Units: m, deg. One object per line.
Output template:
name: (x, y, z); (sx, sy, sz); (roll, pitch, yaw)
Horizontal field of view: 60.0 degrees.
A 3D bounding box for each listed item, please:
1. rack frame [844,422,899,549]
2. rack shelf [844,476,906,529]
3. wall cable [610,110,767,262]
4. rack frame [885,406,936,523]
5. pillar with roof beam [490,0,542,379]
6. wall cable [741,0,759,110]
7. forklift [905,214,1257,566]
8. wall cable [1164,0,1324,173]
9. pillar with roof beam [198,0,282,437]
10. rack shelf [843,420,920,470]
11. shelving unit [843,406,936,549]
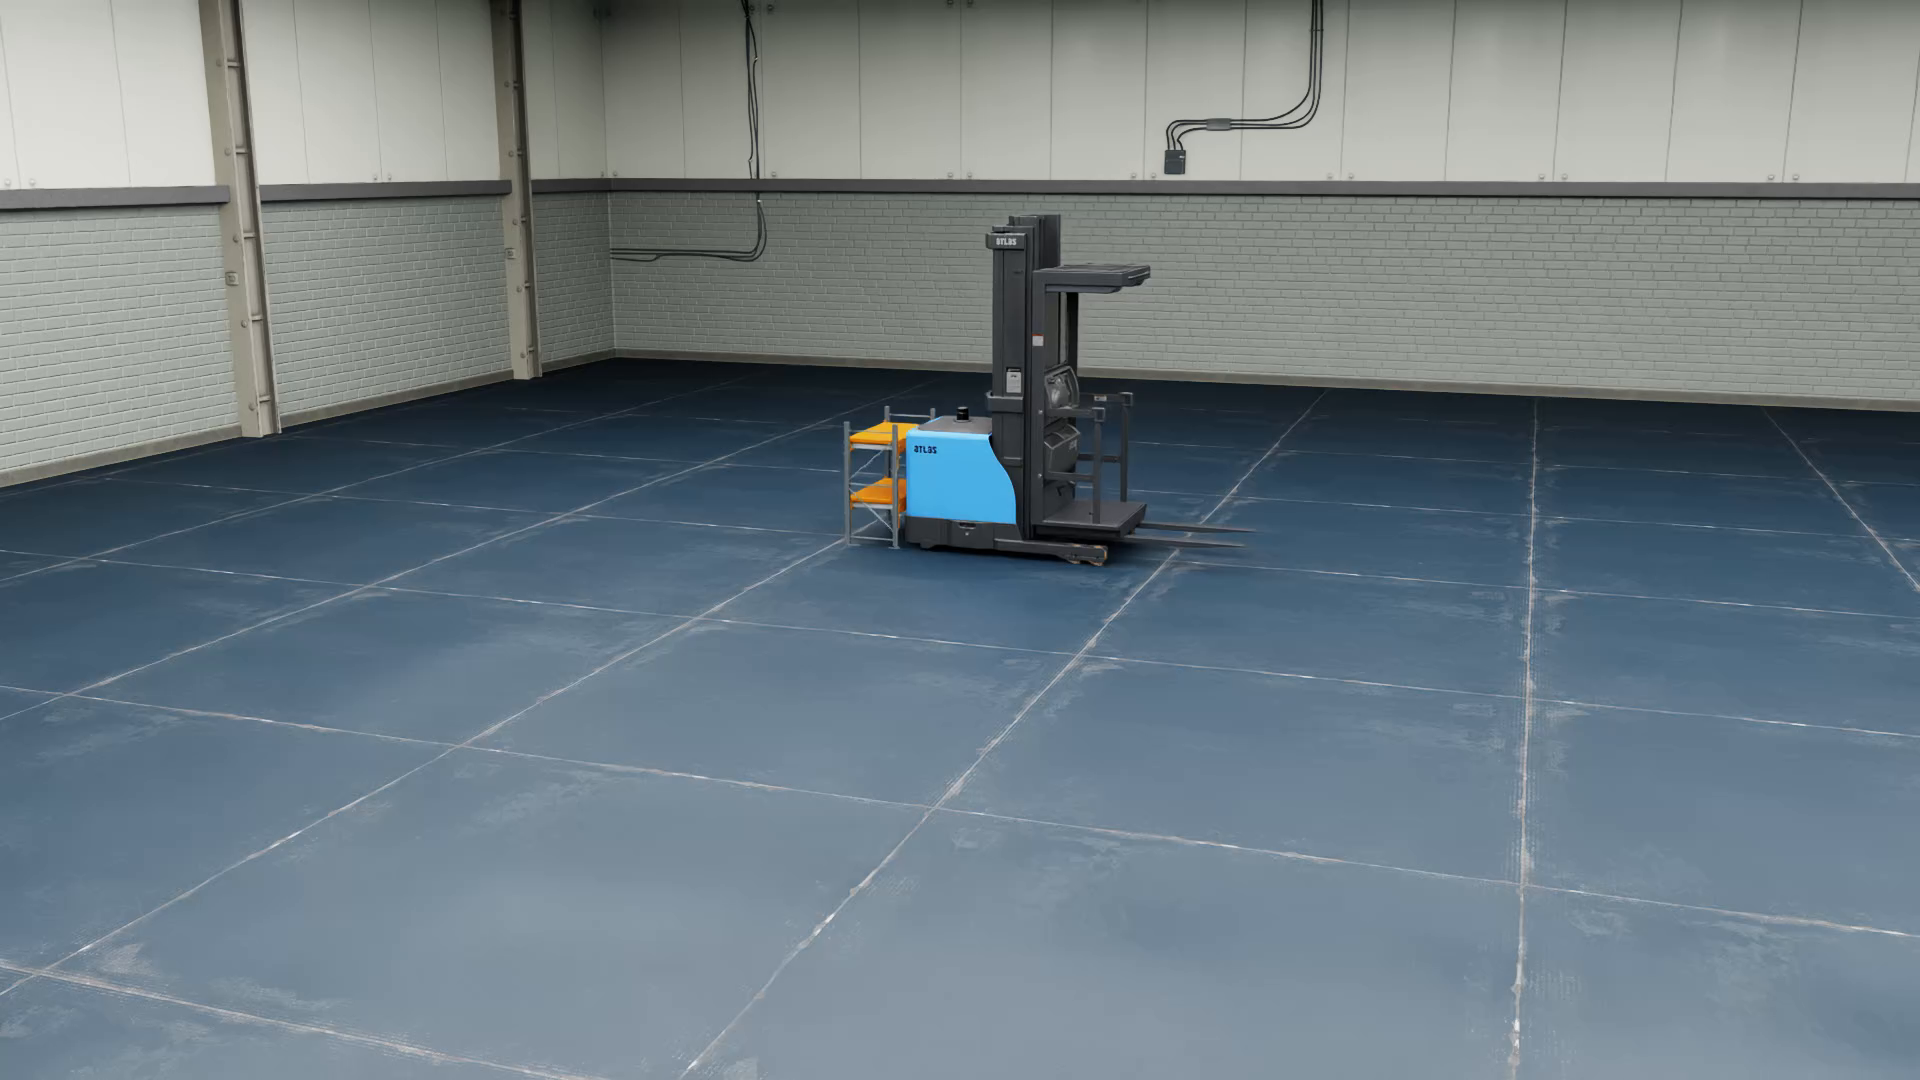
rack frame: (-0.792, -0.487, 14.857); (0.500, 1.125, 0.032); (4, 14, 18)
rack shelf: (-0.631, -0.356, 15.381); (0.538, 0.278, 1.000); (4, 14, 18)
wall cable: (-4.733, -6.003, 28.305); (3.097, 2.526, 0.112); (4, 14, 18)
rack frame: (-0.471, -0.702, 15.797); (0.500, 1.125, 0.032); (4, 14, 18)
pillar with roof beam: (-2.864, -6.682, 24.301); (9.100, 9.000, 0.400); (4, 14, 18)
wall cable: (-2.174, -8.270, 26.890); (3.097, 2.526, 0.112); (4, 14, 18)
forklift: (1.079, -1.342, 14.545); (3.031, 2.935, 1.130); (4, 14, 19)
wall cable: (4.244, -8.488, 24.572); (2.305, 6.003, 0.169); (4, 14, 18)
pillar with roof beam: (-4.806, -5.418, 18.766); (9.100, 9.000, 0.400); (4, 14, 18)
rack shelf: (-0.631, -0.880, 15.262); (0.538, 0.278, 1.000); (4, 14, 18)
shelving unit: (-0.631, -0.595, 15.327); (0.538, 1.125, 1.048); (4, 14, 18)
